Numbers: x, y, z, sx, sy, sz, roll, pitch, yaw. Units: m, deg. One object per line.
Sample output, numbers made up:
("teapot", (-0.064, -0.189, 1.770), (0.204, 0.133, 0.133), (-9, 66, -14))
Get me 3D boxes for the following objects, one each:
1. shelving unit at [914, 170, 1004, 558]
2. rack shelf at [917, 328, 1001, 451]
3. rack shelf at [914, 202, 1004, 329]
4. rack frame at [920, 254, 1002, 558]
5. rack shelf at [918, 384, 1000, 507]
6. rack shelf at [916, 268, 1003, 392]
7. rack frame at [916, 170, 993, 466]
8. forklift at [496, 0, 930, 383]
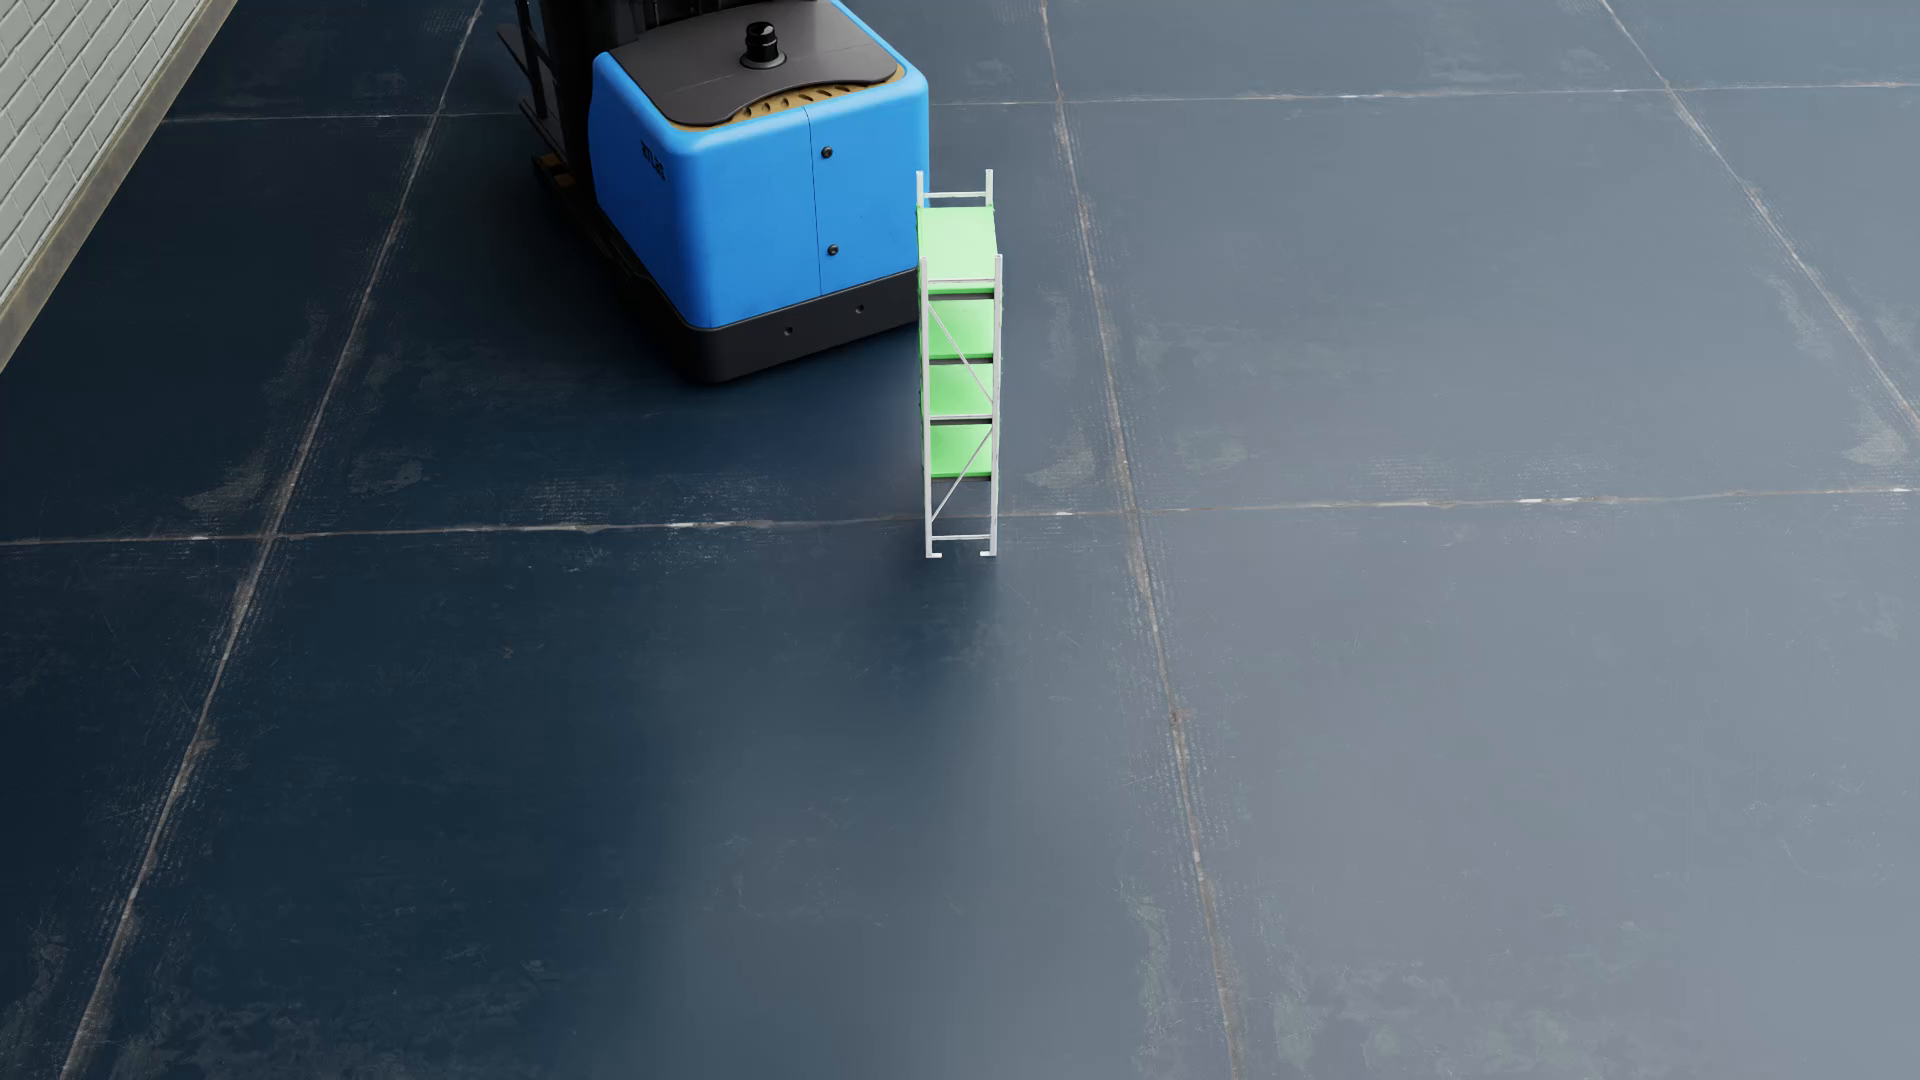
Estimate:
("shelving unit", (-0.007, -0.554, 5.466), (0.258, 1.200, 0.503), (-2, 43, -2))
("rack shelf", (-0.007, -0.507, 5.510), (0.258, 0.148, 0.480), (-2, 43, -2))
("rack shelf", (-0.007, -0.861, 5.185), (0.258, 0.148, 0.480), (-2, 43, -2))
("rack frame", (0.003, -0.389, 5.287), (0.240, 1.200, 0.015), (-2, 43, -2))
("rack shelf", (-0.007, -0.330, 5.672), (0.258, 0.148, 0.480), (-2, 43, -2))
("rack shelf", (-0.007, -0.684, 5.347), (0.258, 0.148, 0.480), (-2, 43, -2))
("rack frame", (-0.017, -0.719, 5.646), (0.240, 1.200, 0.015), (-2, 43, -2))
("forklift", (-1.253, -2.663, 6.486), (1.130, 2.935, 3.031), (-21, 46, -21))
